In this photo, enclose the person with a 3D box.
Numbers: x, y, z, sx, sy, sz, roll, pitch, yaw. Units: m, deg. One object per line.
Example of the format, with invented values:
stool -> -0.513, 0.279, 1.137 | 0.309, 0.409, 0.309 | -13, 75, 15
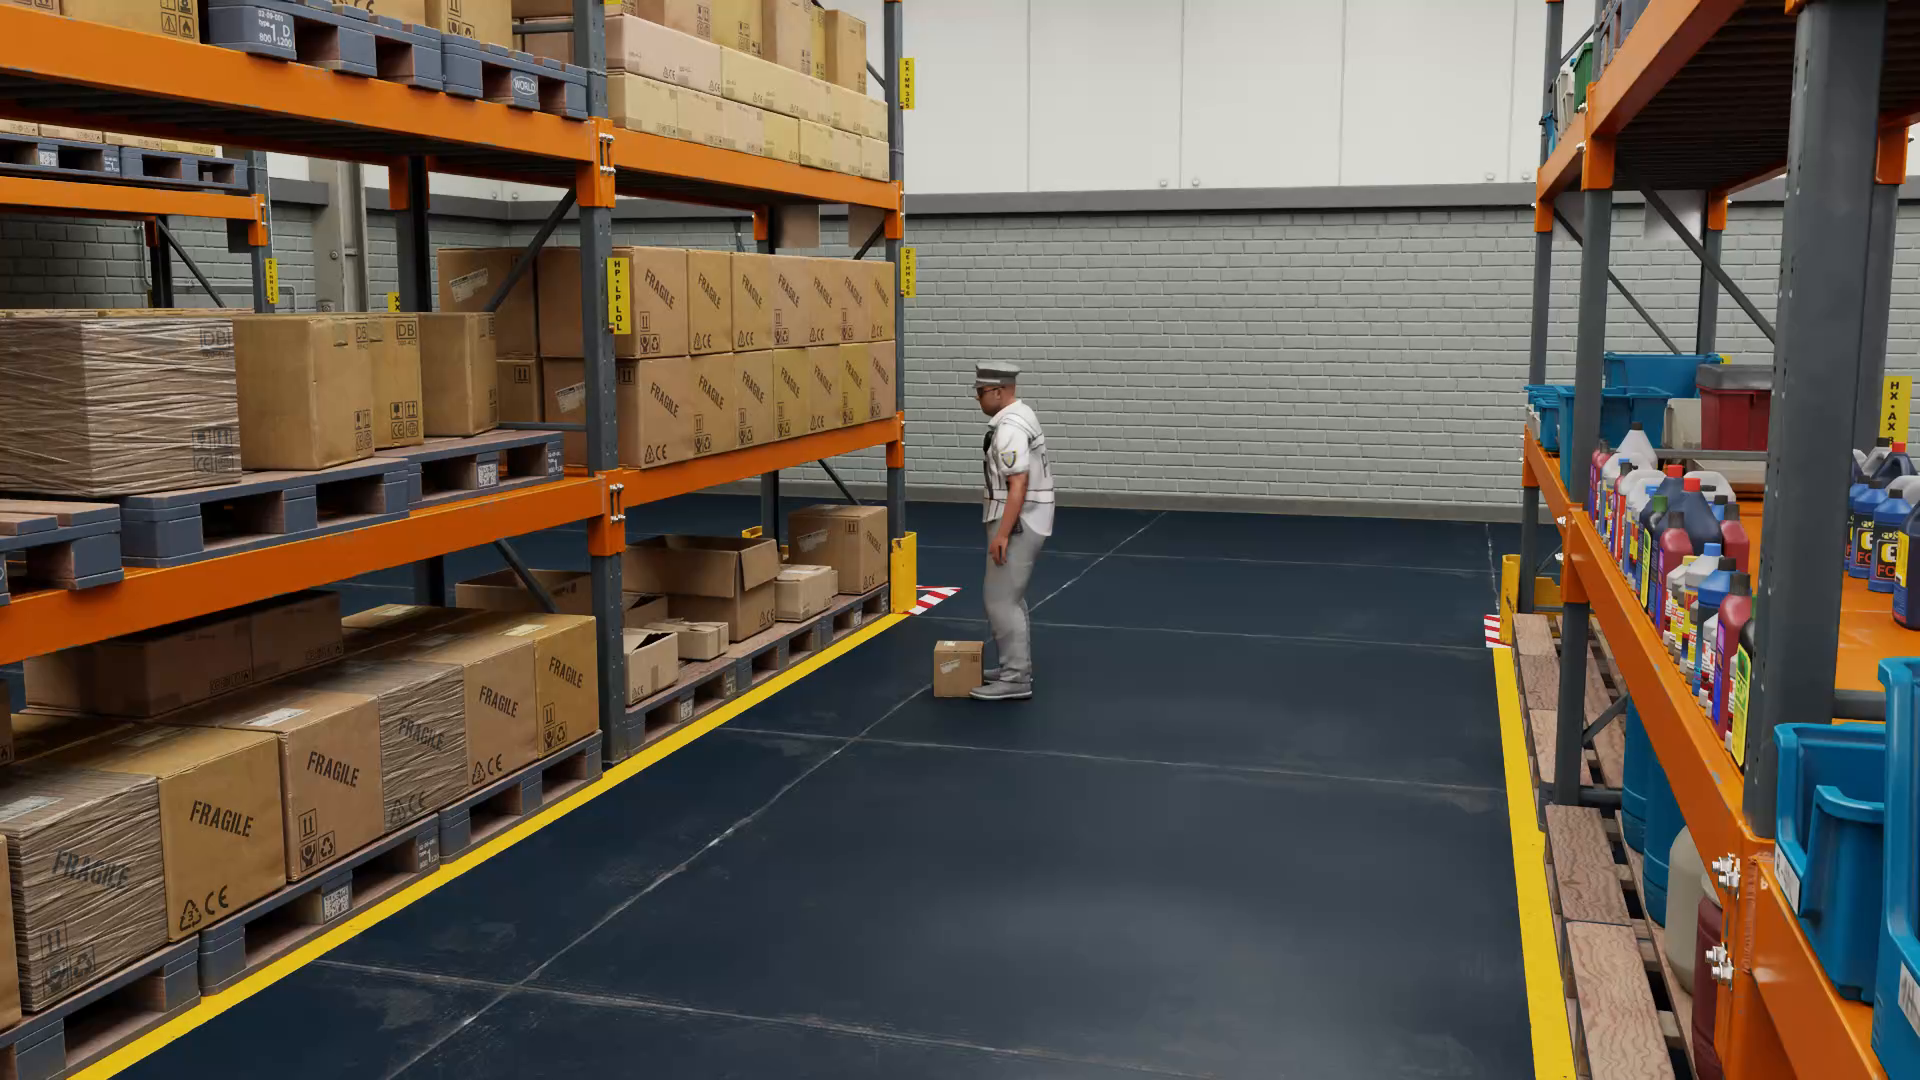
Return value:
person -> 0.274, -0.057, 8.698 | 0.433, 1.747, 0.588 | 1, 8, 4
